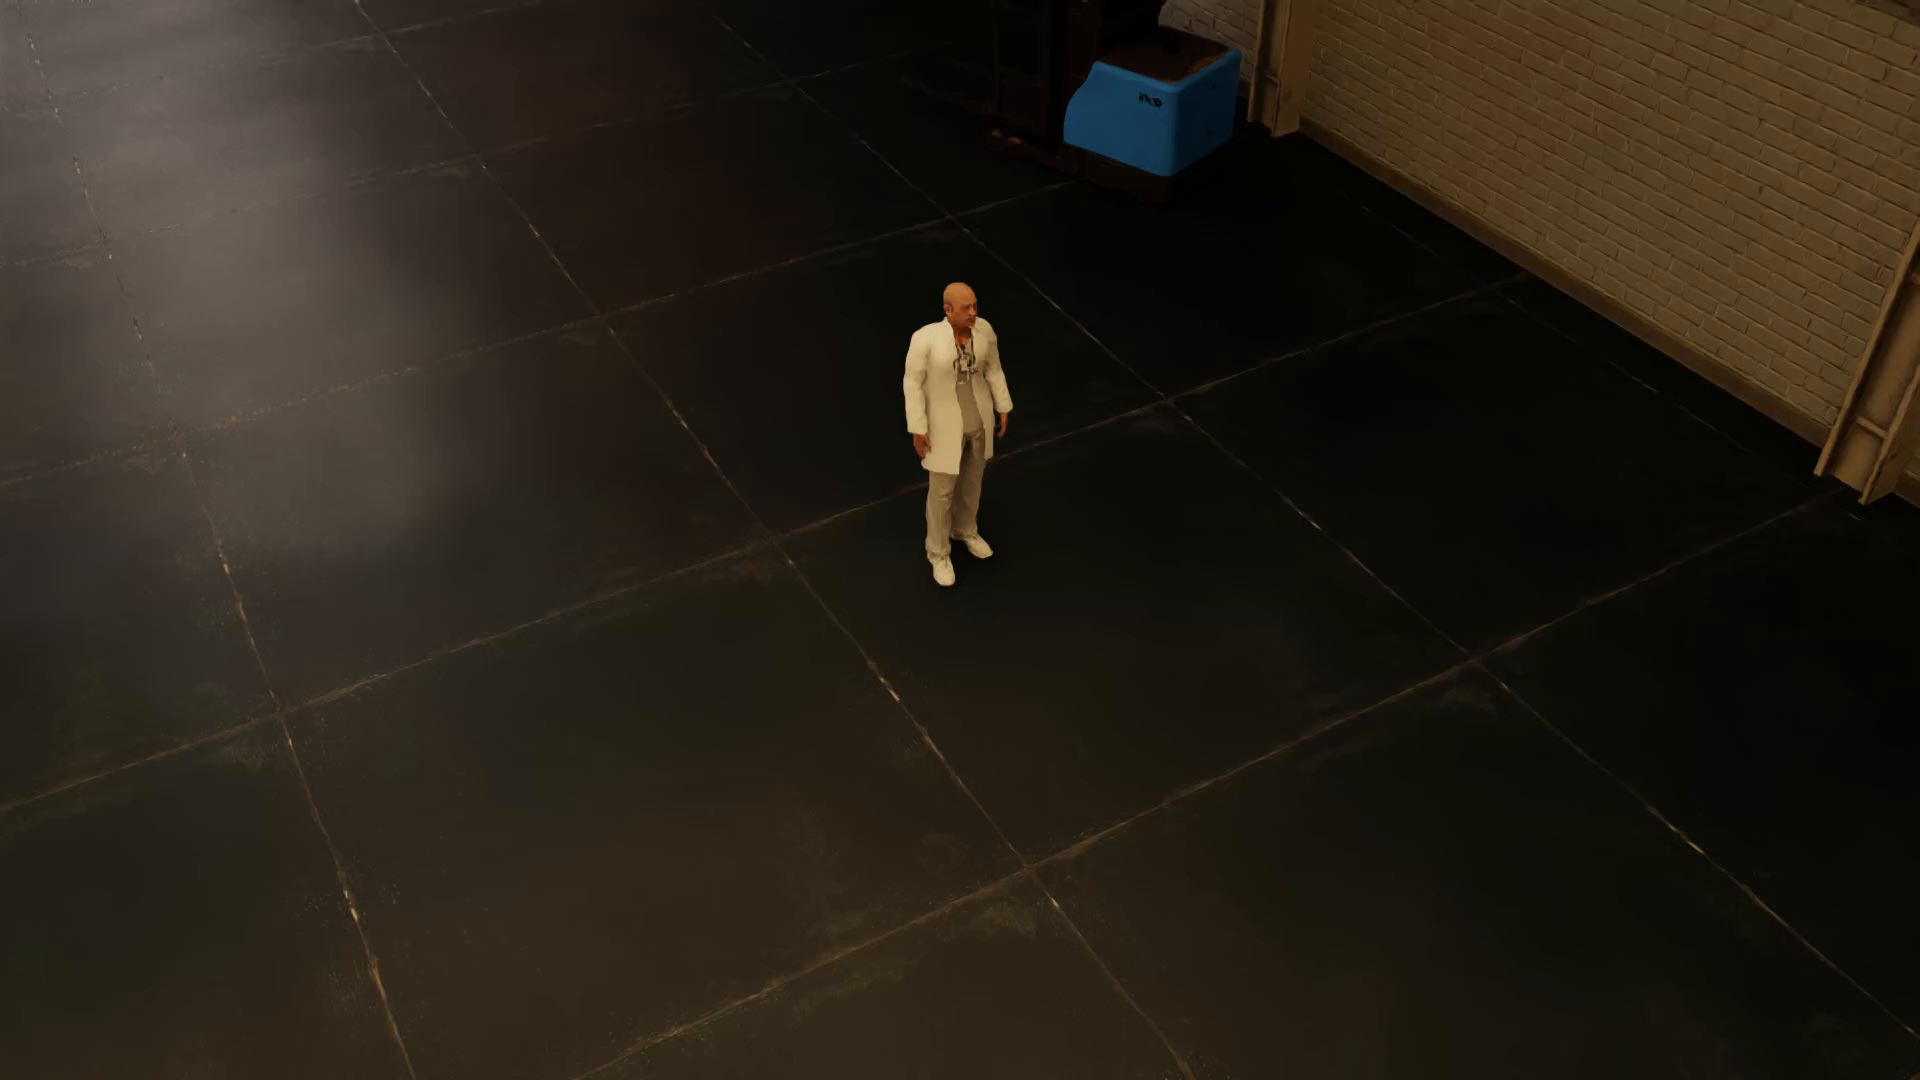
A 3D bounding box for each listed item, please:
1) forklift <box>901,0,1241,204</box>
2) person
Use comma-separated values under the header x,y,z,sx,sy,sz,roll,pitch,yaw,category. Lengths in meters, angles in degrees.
x,y,z,sx,sy,sz,roll,pitch,yaw,category
0.839,-4.651,13.644,3.031,2.935,1.130,28,47,30,forklift
0.042,-0.638,9.698,0.694,1.776,0.579,-20,44,-23,person
